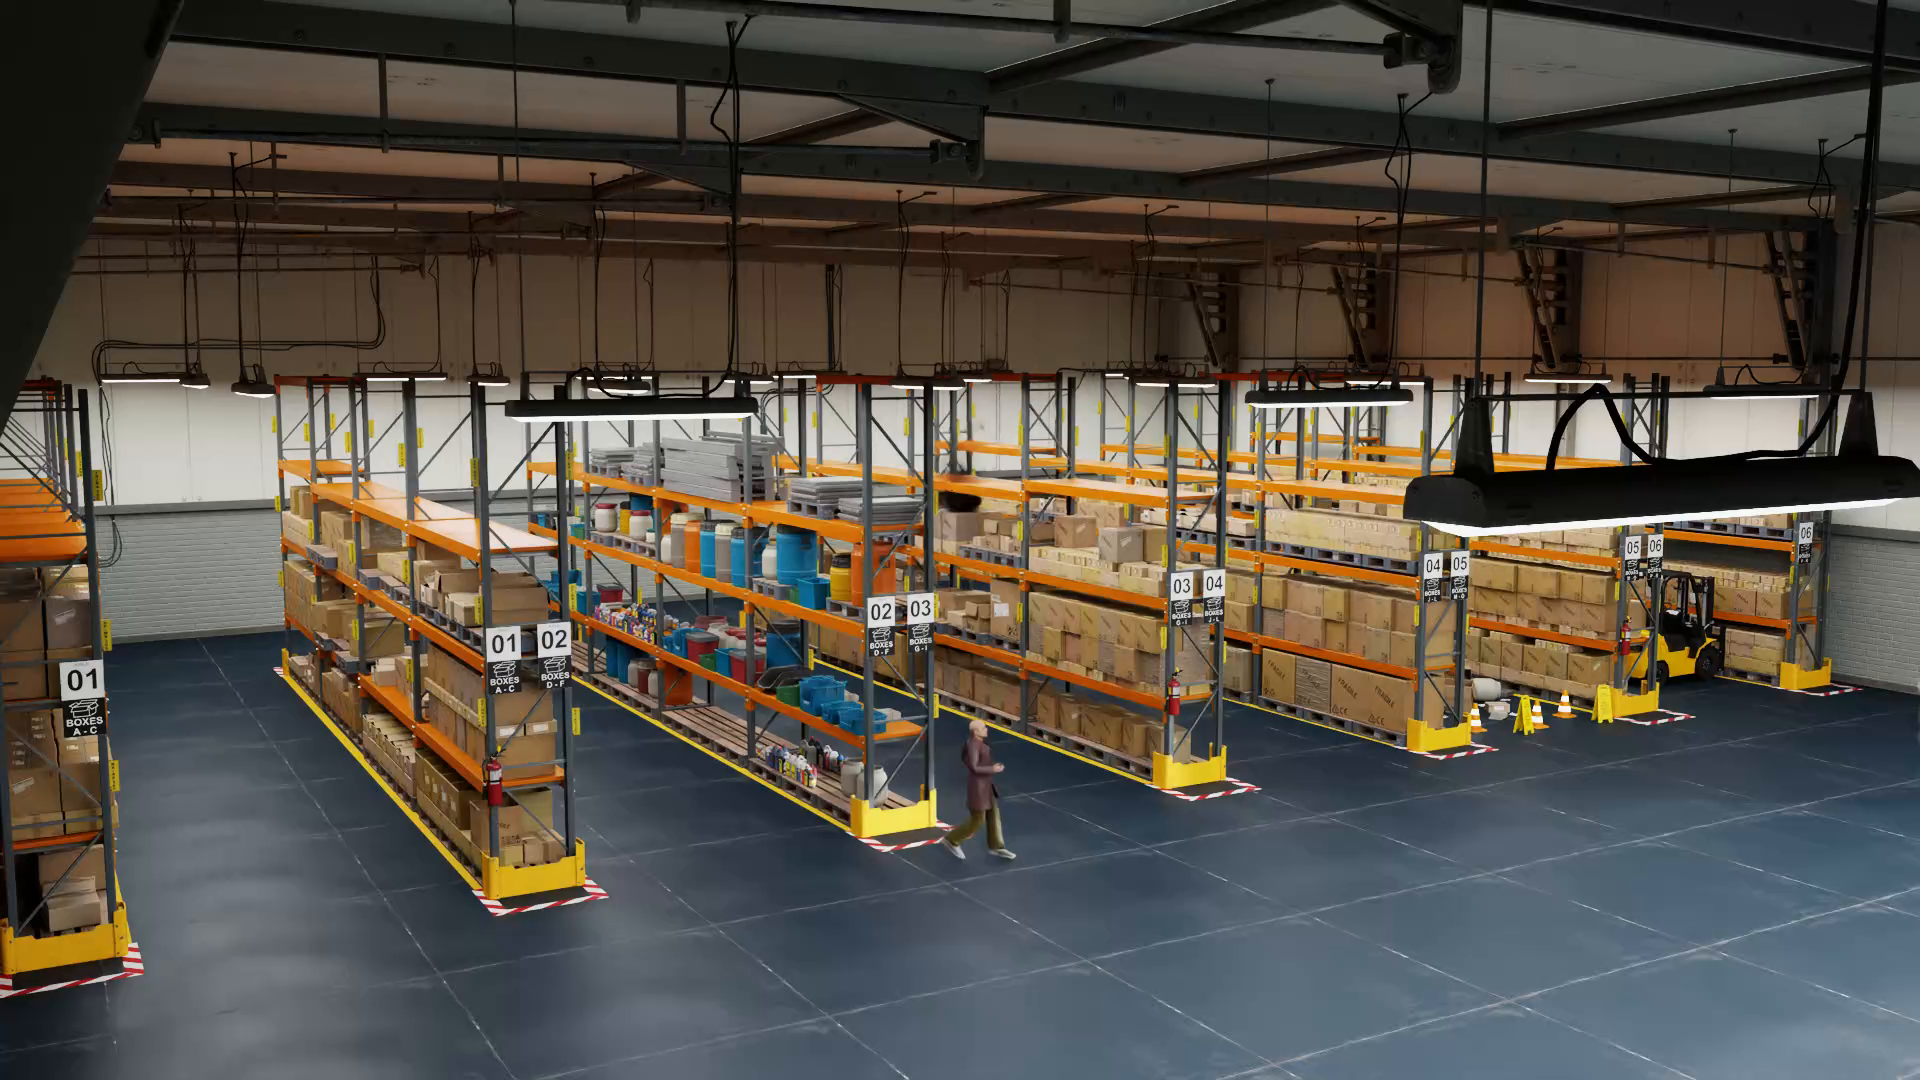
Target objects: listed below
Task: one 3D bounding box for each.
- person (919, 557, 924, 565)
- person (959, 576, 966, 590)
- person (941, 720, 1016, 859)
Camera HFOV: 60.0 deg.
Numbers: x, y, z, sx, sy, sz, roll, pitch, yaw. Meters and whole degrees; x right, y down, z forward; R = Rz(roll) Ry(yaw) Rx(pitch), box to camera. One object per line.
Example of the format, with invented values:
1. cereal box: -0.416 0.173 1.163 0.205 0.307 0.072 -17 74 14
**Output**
1. person: -0.862 1.226 38.544 0.710 1.763 0.954 -2 7 -21
2. person: 0.049 0.856 42.245 0.566 1.731 0.781 3 7 29
3. person: 0.234 3.151 20.933 0.940 1.801 0.717 1 6 5
